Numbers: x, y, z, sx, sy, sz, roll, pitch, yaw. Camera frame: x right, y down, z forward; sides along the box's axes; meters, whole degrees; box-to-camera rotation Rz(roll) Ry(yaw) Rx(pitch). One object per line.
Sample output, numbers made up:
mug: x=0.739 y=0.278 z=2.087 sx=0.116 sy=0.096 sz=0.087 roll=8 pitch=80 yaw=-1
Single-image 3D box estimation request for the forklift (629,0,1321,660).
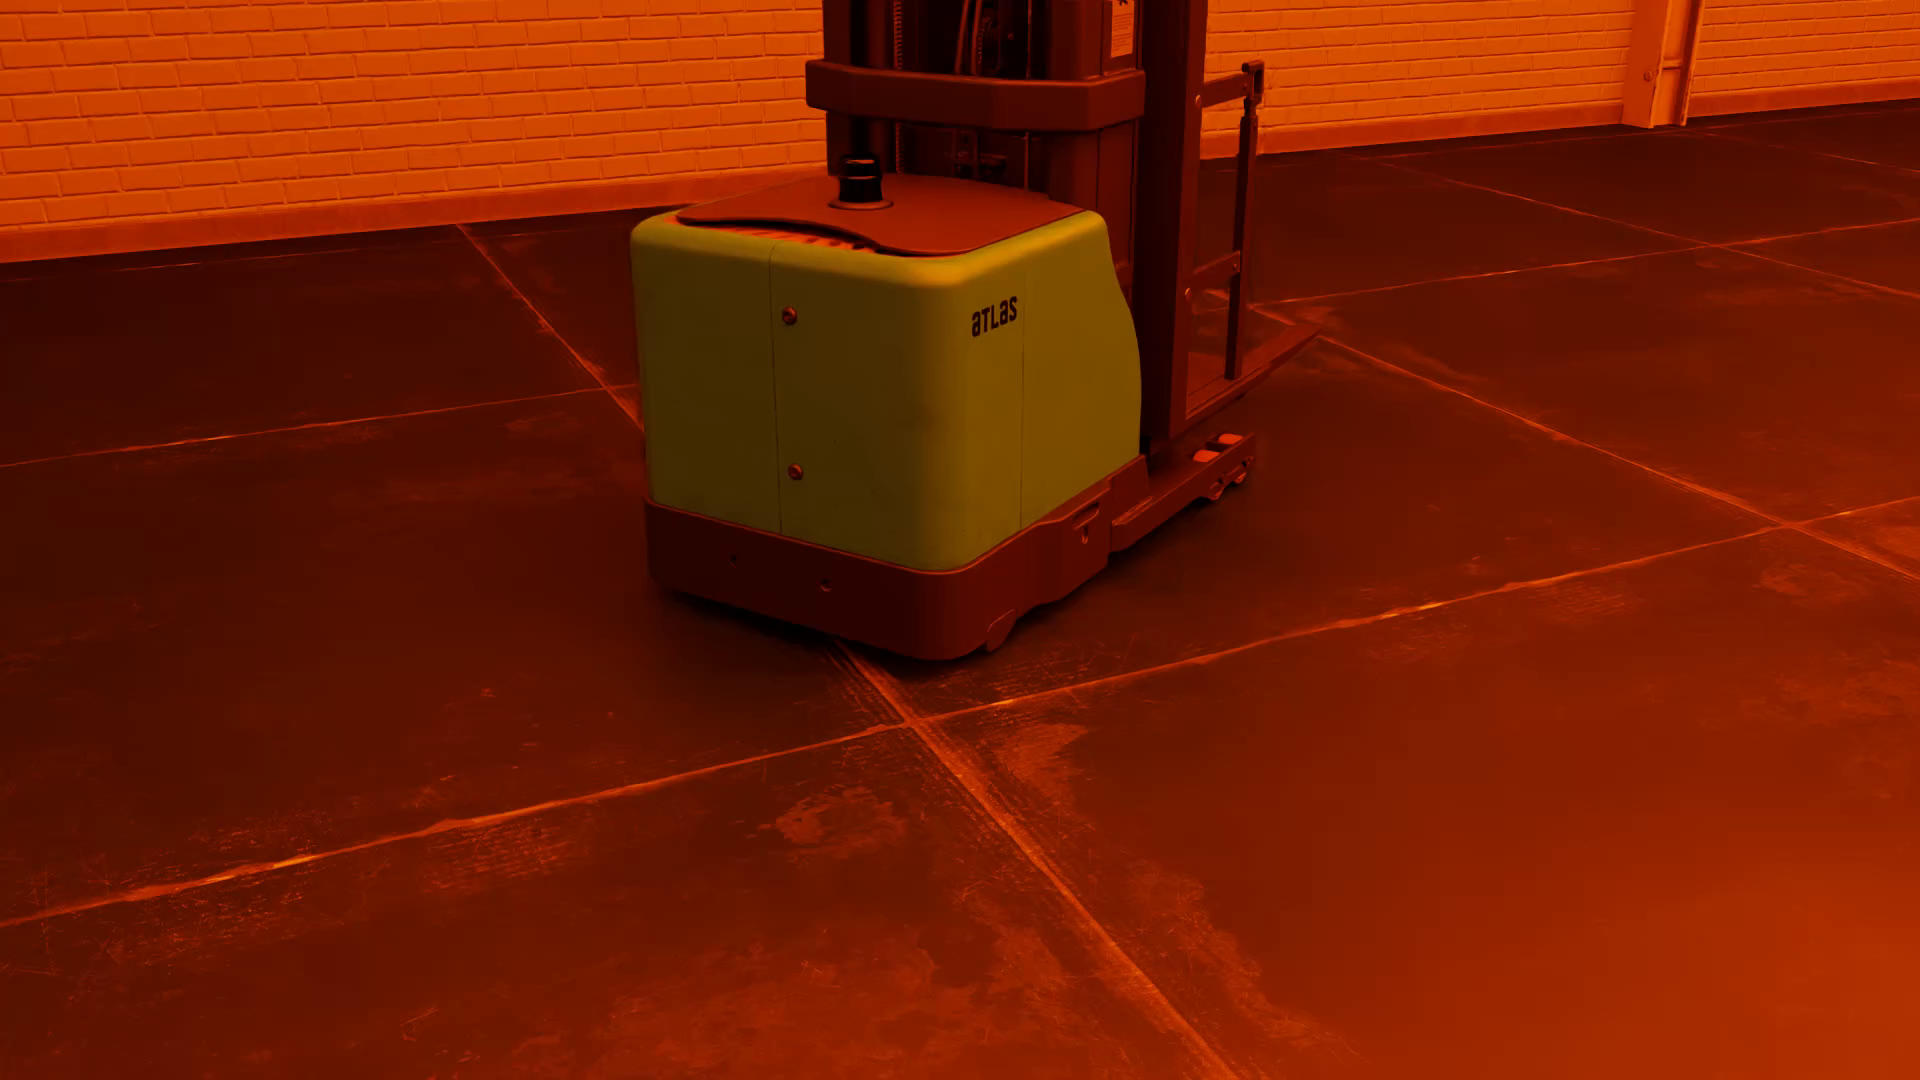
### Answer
forklift: x=0.334 y=-1.566 z=5.056 sx=1.130 sy=2.935 sz=3.031 roll=14 pitch=26 yaw=29
